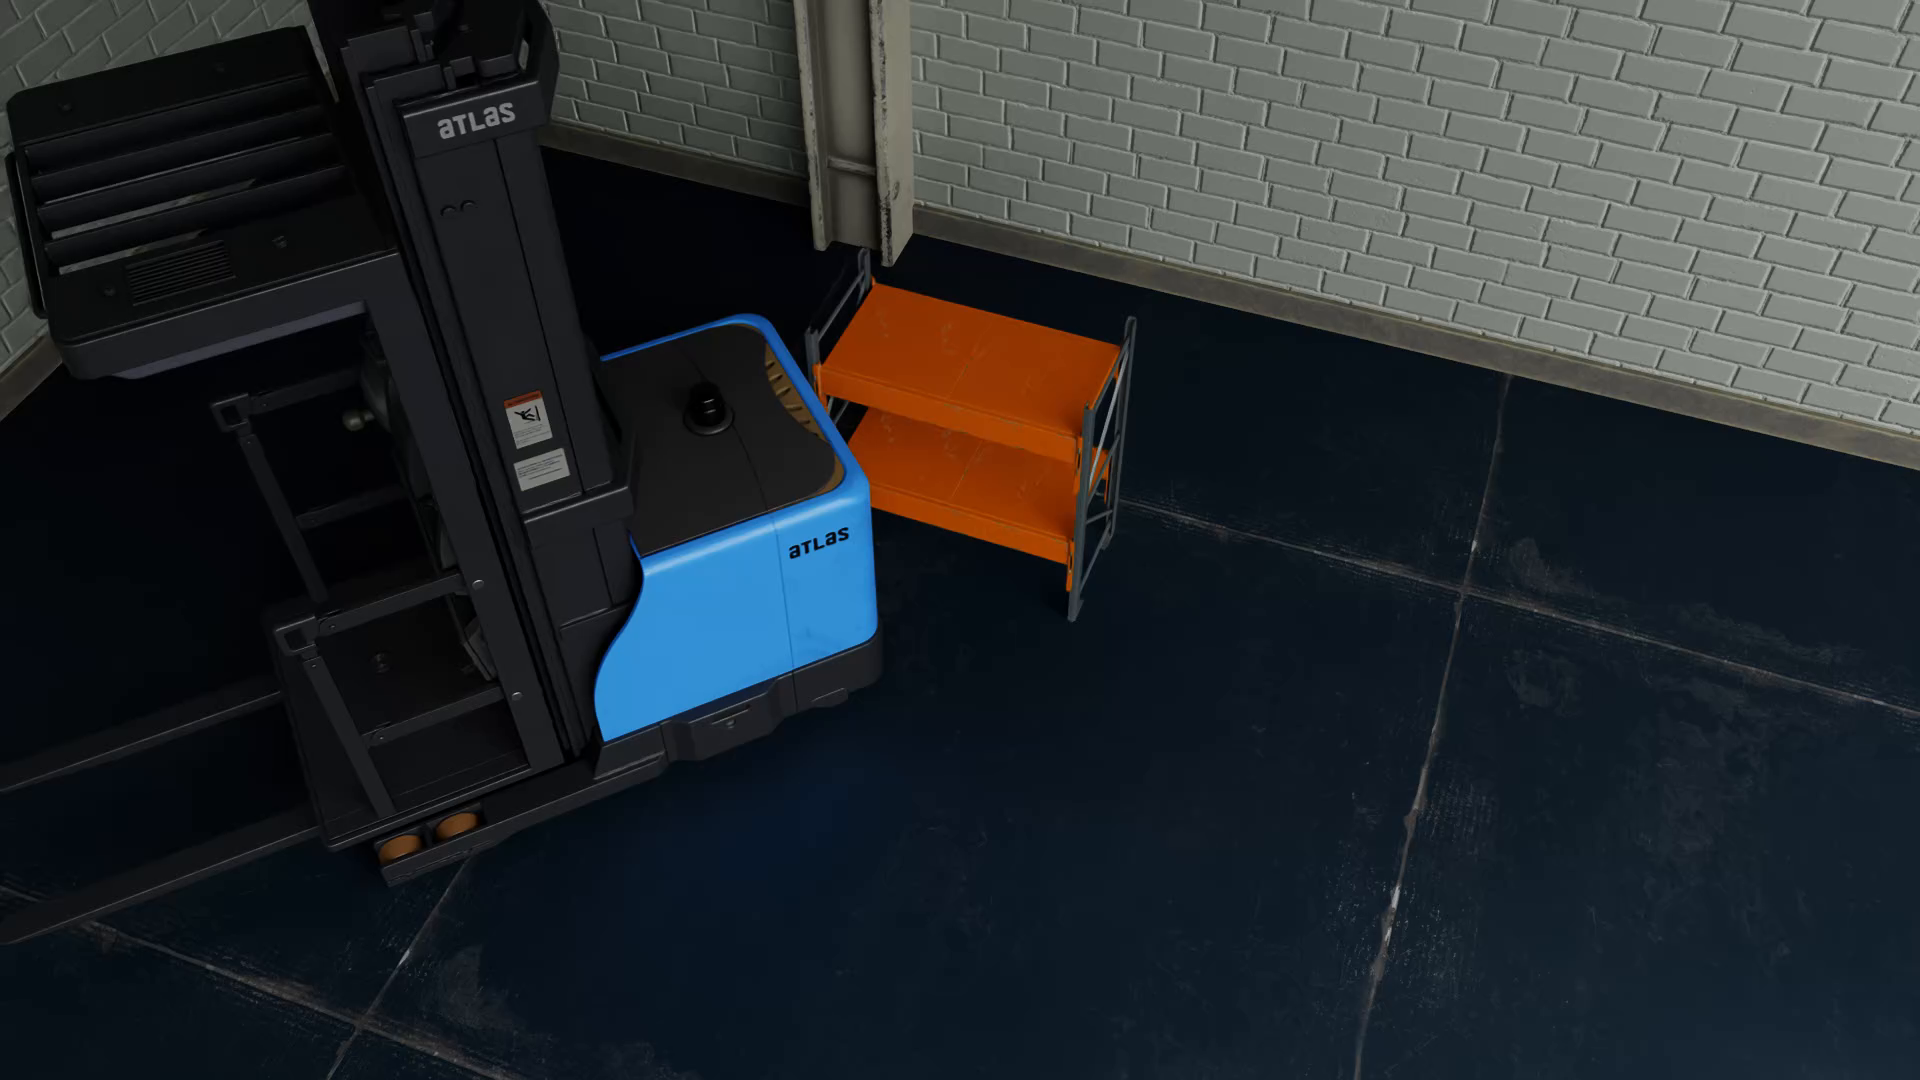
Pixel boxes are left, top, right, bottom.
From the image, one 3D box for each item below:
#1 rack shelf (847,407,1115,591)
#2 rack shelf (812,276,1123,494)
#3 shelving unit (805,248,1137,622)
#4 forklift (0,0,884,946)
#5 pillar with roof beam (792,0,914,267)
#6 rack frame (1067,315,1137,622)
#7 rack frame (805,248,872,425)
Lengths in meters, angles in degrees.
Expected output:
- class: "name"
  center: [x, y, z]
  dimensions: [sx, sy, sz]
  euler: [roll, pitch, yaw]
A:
- class: "rack shelf"
  center: [0.041, -0.216, 6.383]
  dimensions: [1.000, 0.278, 0.538]
  euler: [16, 51, 14]
- class: "rack shelf"
  center: [0.041, -0.568, 5.977]
  dimensions: [1.000, 0.278, 0.538]
  euler: [16, 51, 14]
- class: "shelving unit"
  center: [0.041, -0.376, 6.198]
  dimensions: [1.048, 1.125, 0.538]
  euler: [16, 51, 14]
- class: "forklift"
  center: [-1.834, -0.269, 4.910]
  dimensions: [3.031, 2.935, 1.130]
  euler: [-20, 52, -17]
- class: "pillar with roof beam"
  center: [-1.943, -1.320, 1.806]
  dimensions: [0.400, 9.000, 9.100]
  euler: [16, 51, 13]
- class: "rack frame"
  center: [0.514, -0.236, 6.077]
  dimensions: [0.032, 1.125, 0.500]
  euler: [16, 51, 14]
- class: "rack frame"
  center: [-0.433, -0.516, 6.319]
  dimensions: [0.032, 1.125, 0.500]
  euler: [16, 51, 14]
